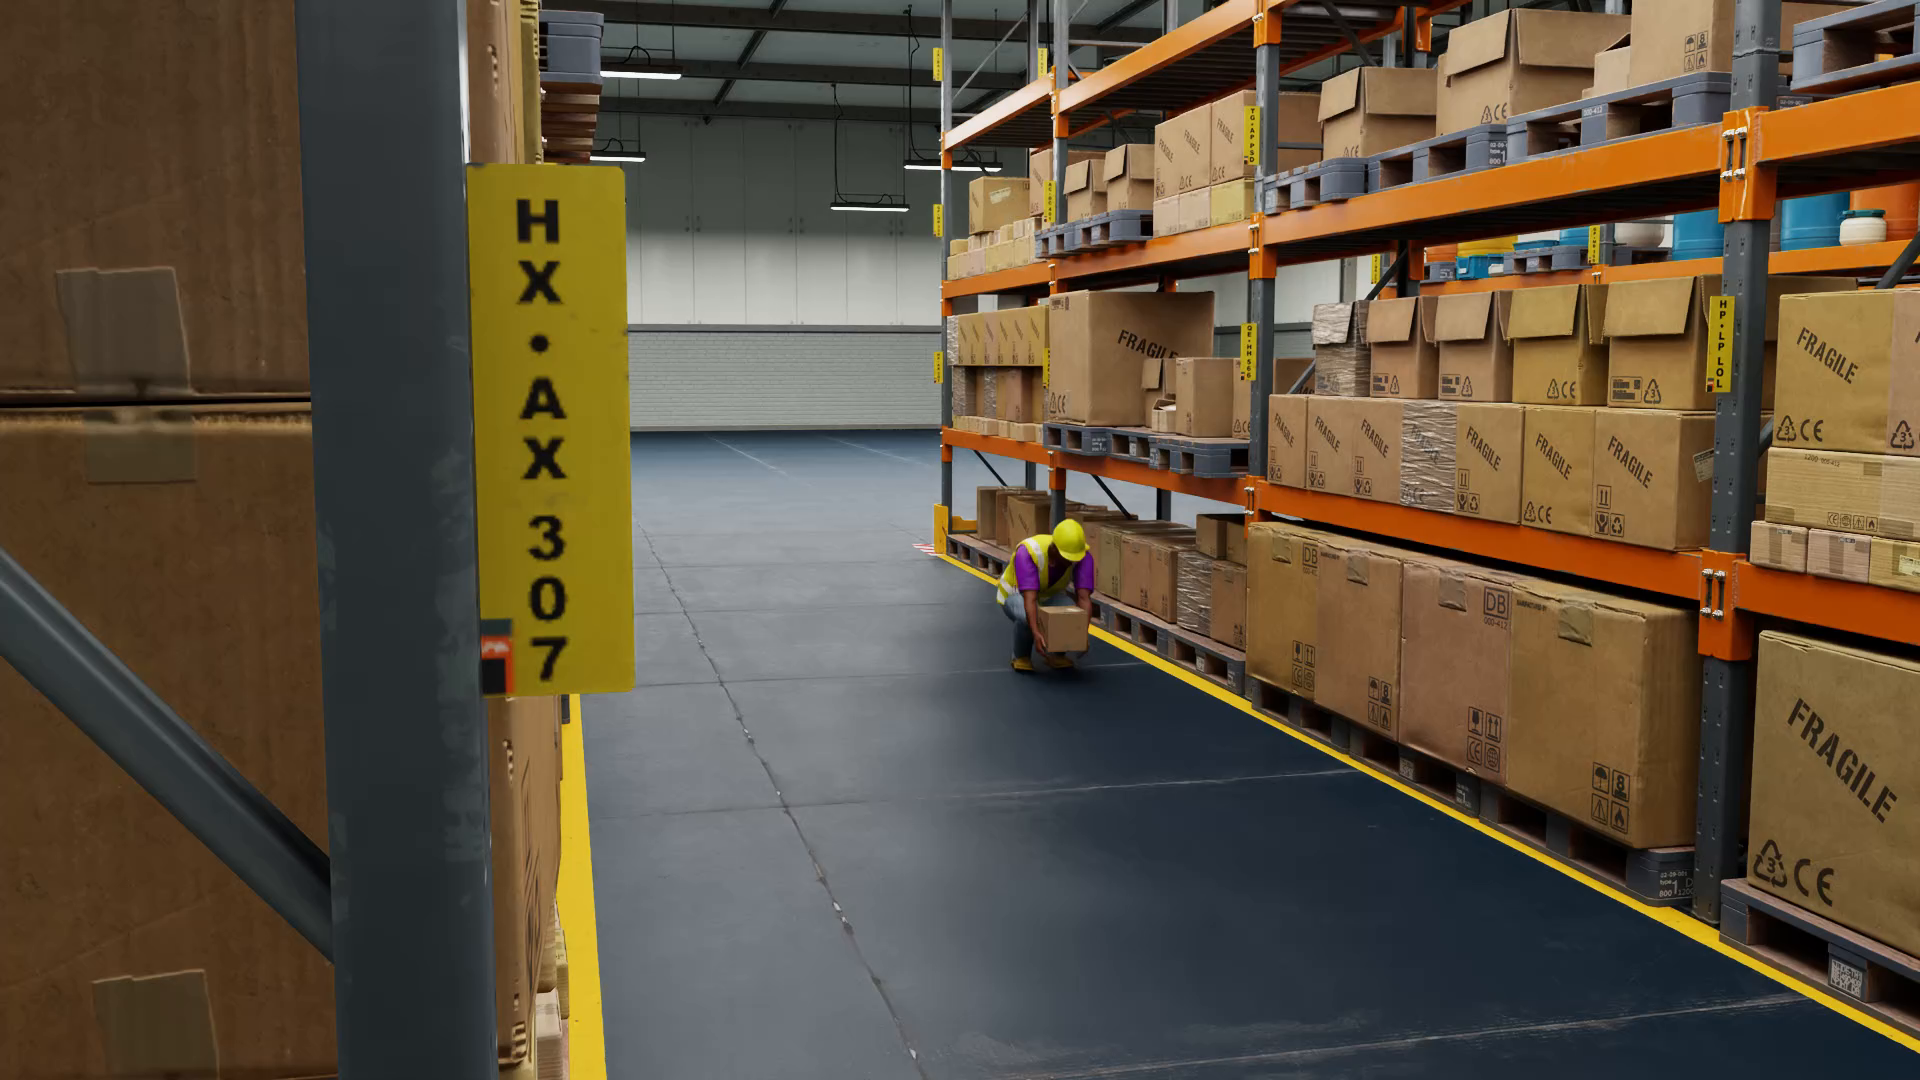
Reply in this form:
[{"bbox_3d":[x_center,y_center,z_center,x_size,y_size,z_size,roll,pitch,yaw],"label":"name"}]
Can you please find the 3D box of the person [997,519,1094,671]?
[{"bbox_3d":[0.583,0.348,10.695,0.546,1.011,0.900,-2,6,-17],"label":"person"}]
